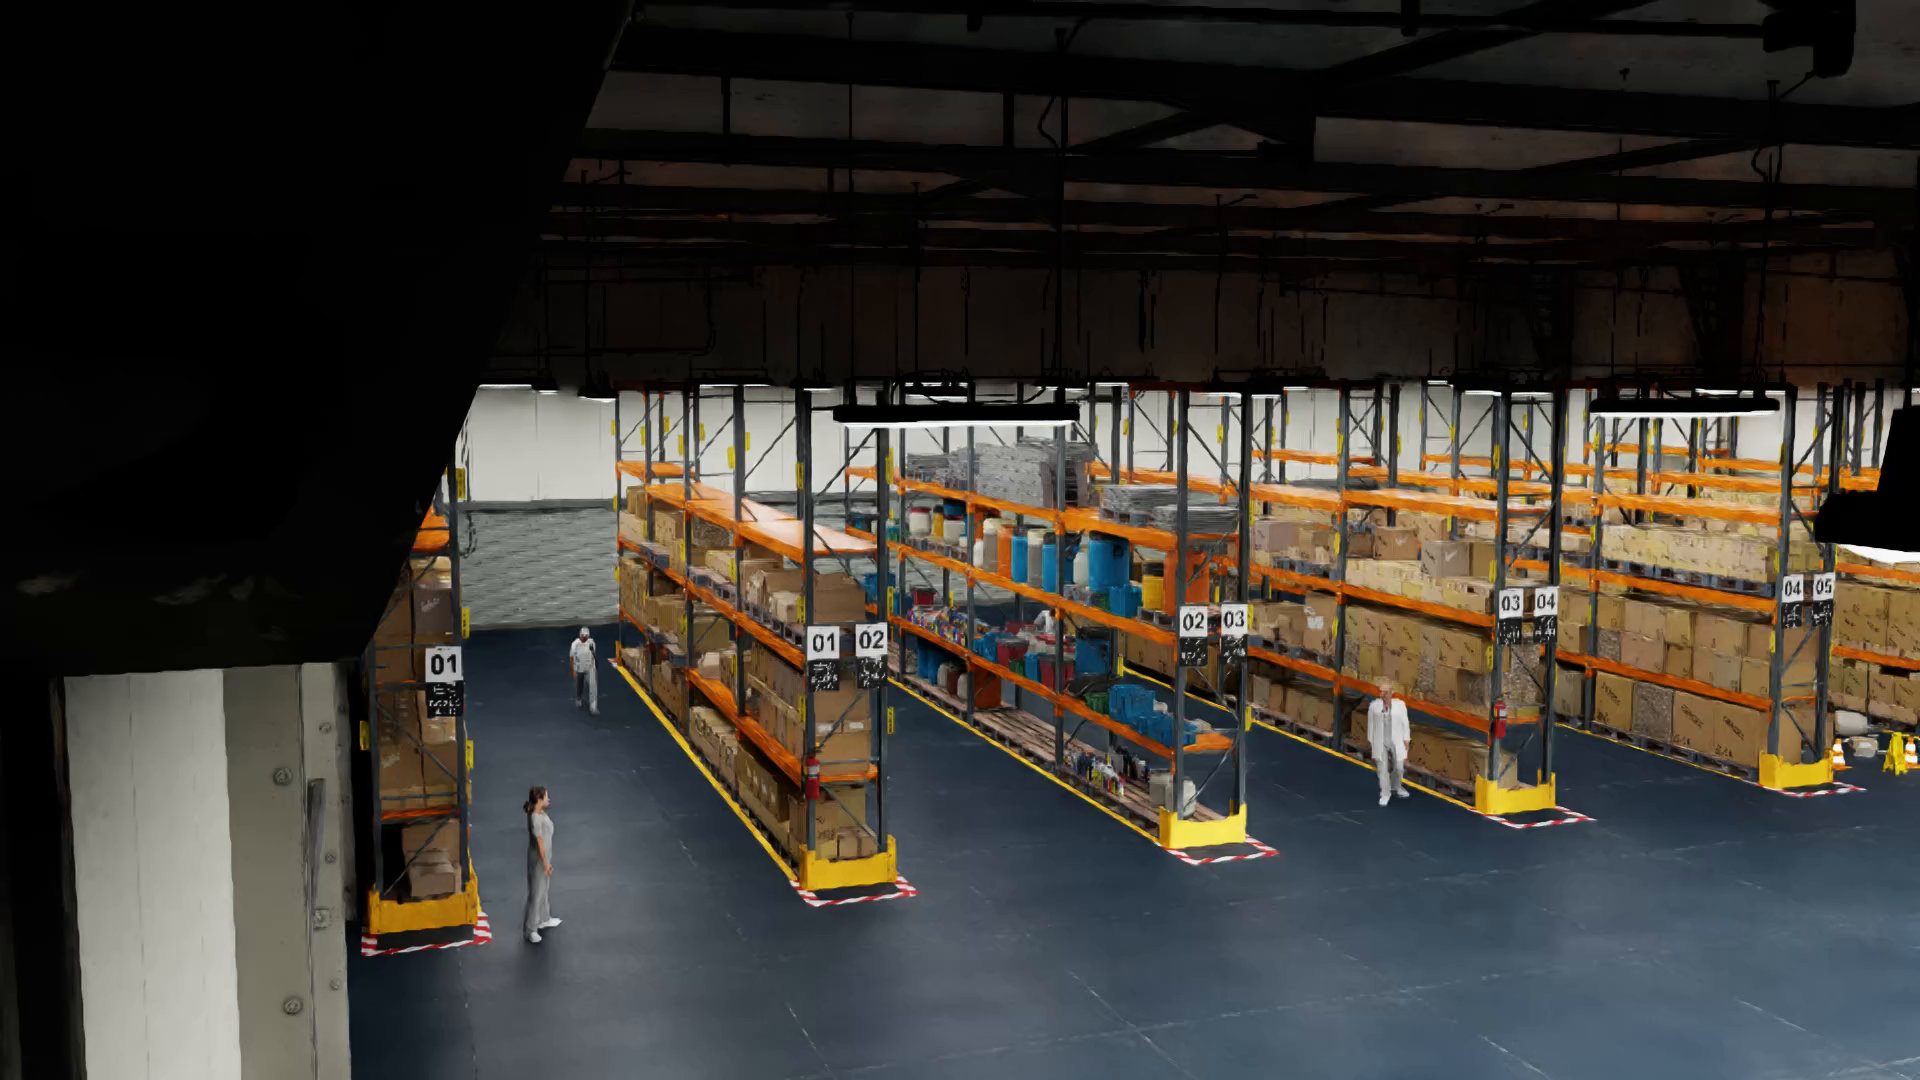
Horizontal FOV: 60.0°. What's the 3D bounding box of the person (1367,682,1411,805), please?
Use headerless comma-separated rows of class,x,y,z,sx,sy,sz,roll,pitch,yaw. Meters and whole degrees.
person,6.203,2.912,24.067,0.615,1.769,0.607,2,6,16

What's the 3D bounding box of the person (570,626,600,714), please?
person,-6.827,2.340,30.208,0.497,1.583,1.090,-2,6,-17

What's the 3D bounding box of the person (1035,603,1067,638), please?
person,1.799,1.987,33.028,0.702,1.735,0.549,-2,6,-21

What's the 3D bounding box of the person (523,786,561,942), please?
person,-4.641,3.540,18.385,0.388,1.677,0.626,-1,6,-12
